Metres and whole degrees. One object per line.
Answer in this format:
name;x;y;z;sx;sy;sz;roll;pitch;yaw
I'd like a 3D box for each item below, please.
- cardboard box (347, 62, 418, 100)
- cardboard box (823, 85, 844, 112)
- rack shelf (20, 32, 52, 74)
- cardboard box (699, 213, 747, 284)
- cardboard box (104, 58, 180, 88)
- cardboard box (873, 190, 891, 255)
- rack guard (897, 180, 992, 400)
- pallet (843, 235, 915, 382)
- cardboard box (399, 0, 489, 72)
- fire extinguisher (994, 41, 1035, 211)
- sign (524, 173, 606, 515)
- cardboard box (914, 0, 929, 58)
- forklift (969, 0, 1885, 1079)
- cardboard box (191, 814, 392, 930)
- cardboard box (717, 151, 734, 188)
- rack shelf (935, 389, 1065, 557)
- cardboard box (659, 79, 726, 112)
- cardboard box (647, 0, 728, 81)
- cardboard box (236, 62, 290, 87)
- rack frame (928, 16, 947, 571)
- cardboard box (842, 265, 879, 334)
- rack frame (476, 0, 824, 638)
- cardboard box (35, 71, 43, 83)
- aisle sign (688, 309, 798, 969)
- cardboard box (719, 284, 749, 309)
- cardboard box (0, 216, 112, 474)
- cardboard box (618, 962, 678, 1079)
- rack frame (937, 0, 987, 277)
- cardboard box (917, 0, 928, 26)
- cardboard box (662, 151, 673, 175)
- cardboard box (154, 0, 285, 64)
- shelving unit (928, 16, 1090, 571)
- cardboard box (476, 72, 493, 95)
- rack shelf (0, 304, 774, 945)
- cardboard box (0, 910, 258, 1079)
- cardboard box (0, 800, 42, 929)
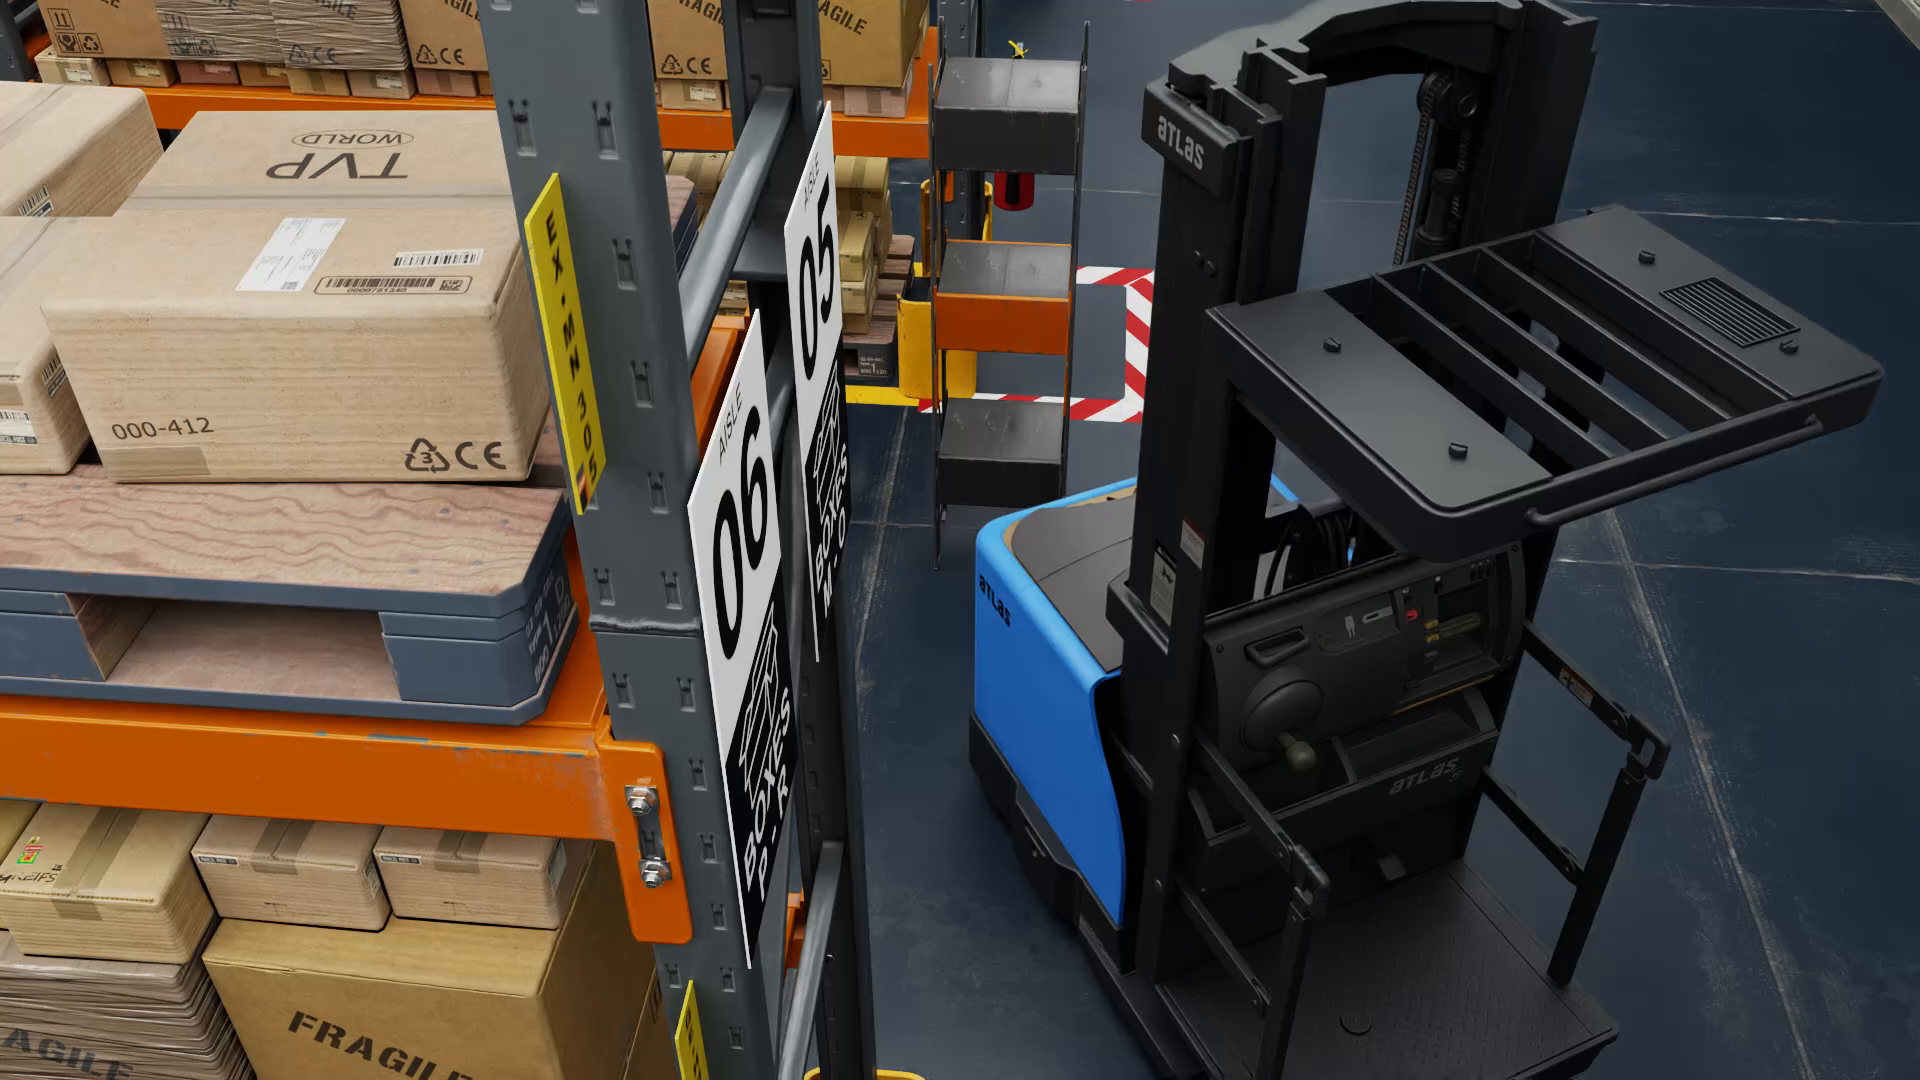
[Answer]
cardboard box;-2.399;-2.021;7.056;0.250;0.149;0.380;5;39;6
cardboard box;-0.578;-1.943;6.960;0.250;0.149;0.380;3;39;4
rack shelf;-5.962;-2.211;7.660;4.000;0.370;1.077;3;39;4
cardboard box;-1.048;-1.305;7.431;0.250;0.149;0.380;2;39;3
cardboard box;-3.451;-2.095;7.147;0.250;0.149;0.380;4;39;5
cardboard box;-0.484;-1.526;7.939;0.250;0.149;0.380;5;39;6
rack guard;-0.060;-1.198;7.826;0.348;0.500;1.175;3;39;4
pallet;-0.866;-1.153;7.999;1.213;0.211;1.003;3;39;4
cardboard box;-1.968;-2.267;6.844;0.500;0.500;0.500;5;39;6
fire extinguisher;0.227;-1.685;6.800;0.183;0.674;0.296;3;39;4
sign;-0.371;-0.180;1.580;0.005;0.325;0.100;3;39;4
cardboard box;-0.278;-2.290;7.386;0.250;0.149;0.380;3;39;3
forklift;1.118;0.355;3.992;1.130;2.935;3.031;-17;42;-19
cardboard box;-0.940;0.385;2.516;0.250;0.149;0.380;4;39;5
cardboard box;-1.002;-1.727;7.950;0.250;0.149;0.380;3;39;4
rack shelf;0.165;-0.252;6.527;0.480;0.518;0.431;3;39;4
cardboard box;-1.085;-1.947;6.964;0.250;0.149;0.380;4;39;5
cardboard box;-0.967;-2.211;6.776;0.500;0.500;0.500;3;39;3
cardboard box;-2.911;-2.095;7.147;0.250;0.149;0.380;2;39;2
rack frame;-0.078;-0.819;6.092;0.015;2.100;0.400;3;39;4
cardboard box;-0.526;-1.118;7.673;0.250;0.149;0.380;4;39;5
rack frame;-0.310;-1.371;1.306;0.127;3.000;1.000;3;39;4
cardboard box;-4.682;-2.072;7.973;0.500;0.250;0.500;2;39;2
aisle sign;-0.265;0.146;2.135;0.004;0.787;0.394;3;39;4
cardboard box;-1.052;-1.212;7.553;0.250;0.149;0.380;2;39;2
cardboard box;-1.191;-0.253;2.095;0.250;0.149;0.380;0;39;0
cardboard box;-0.814;1.057;2.996;0.500;0.500;0.500;3;39;4
rack frame;0.016;-2.163;7.032;0.127;3.000;1.000;3;39;4
cardboard box;-0.407;-2.516;7.150;0.500;0.500;0.500;5;39;6
cardboard box;-1.531;-1.710;7.929;0.250;0.149;0.380;5;39;6
cardboard box;-3.004;-2.328;6.919;0.500;0.500;0.500;3;39;4
shelving unit;0.165;-0.805;6.076;0.503;2.100;0.431;3;39;4
cardboard box;-1.875;-2.036;7.074;0.250;0.149;0.380;4;39;5
rack shelf;-2.303;-0.038;2.614;4.000;0.370;1.077;3;39;4
cardboard box;-1.334;0.642;2.714;0.500;0.500;0.500;3;39;4
cardboard box;-1.452;0.384;2.517;0.250;0.149;0.380;4;39;5
